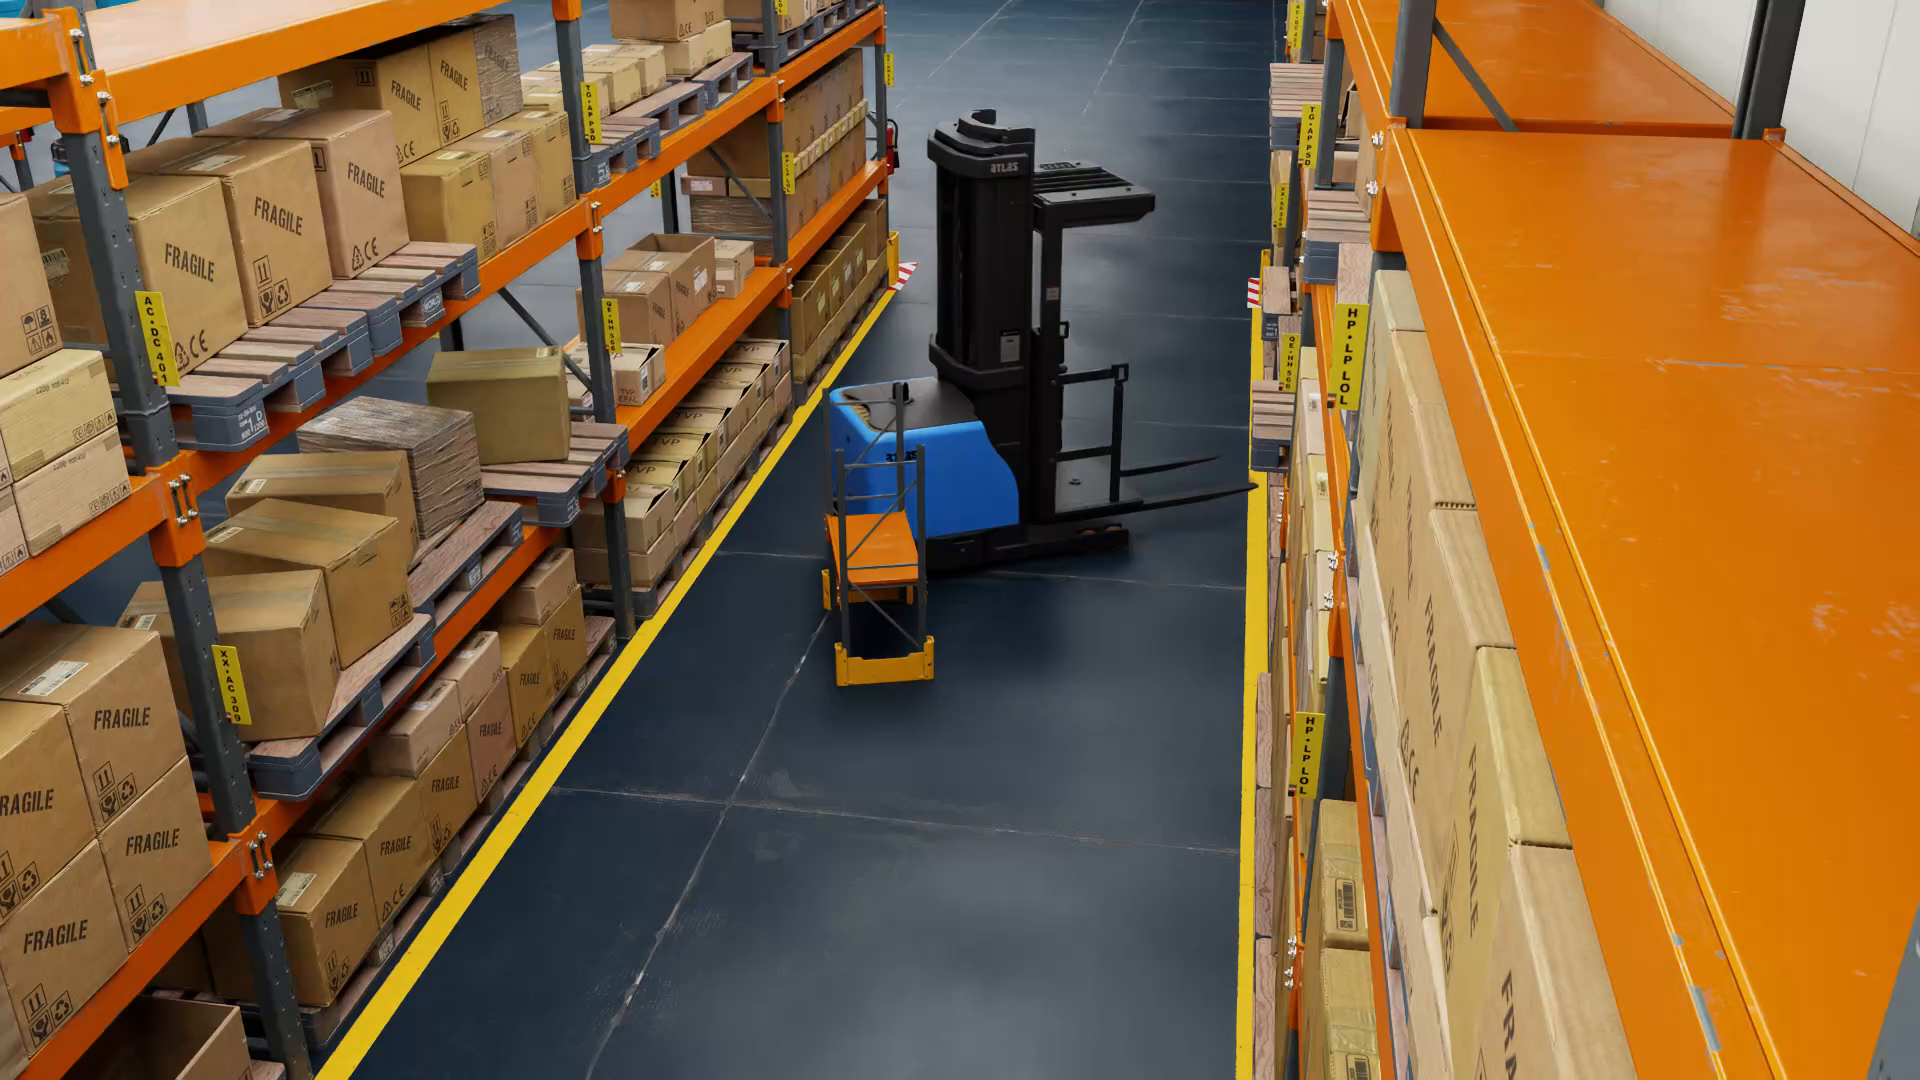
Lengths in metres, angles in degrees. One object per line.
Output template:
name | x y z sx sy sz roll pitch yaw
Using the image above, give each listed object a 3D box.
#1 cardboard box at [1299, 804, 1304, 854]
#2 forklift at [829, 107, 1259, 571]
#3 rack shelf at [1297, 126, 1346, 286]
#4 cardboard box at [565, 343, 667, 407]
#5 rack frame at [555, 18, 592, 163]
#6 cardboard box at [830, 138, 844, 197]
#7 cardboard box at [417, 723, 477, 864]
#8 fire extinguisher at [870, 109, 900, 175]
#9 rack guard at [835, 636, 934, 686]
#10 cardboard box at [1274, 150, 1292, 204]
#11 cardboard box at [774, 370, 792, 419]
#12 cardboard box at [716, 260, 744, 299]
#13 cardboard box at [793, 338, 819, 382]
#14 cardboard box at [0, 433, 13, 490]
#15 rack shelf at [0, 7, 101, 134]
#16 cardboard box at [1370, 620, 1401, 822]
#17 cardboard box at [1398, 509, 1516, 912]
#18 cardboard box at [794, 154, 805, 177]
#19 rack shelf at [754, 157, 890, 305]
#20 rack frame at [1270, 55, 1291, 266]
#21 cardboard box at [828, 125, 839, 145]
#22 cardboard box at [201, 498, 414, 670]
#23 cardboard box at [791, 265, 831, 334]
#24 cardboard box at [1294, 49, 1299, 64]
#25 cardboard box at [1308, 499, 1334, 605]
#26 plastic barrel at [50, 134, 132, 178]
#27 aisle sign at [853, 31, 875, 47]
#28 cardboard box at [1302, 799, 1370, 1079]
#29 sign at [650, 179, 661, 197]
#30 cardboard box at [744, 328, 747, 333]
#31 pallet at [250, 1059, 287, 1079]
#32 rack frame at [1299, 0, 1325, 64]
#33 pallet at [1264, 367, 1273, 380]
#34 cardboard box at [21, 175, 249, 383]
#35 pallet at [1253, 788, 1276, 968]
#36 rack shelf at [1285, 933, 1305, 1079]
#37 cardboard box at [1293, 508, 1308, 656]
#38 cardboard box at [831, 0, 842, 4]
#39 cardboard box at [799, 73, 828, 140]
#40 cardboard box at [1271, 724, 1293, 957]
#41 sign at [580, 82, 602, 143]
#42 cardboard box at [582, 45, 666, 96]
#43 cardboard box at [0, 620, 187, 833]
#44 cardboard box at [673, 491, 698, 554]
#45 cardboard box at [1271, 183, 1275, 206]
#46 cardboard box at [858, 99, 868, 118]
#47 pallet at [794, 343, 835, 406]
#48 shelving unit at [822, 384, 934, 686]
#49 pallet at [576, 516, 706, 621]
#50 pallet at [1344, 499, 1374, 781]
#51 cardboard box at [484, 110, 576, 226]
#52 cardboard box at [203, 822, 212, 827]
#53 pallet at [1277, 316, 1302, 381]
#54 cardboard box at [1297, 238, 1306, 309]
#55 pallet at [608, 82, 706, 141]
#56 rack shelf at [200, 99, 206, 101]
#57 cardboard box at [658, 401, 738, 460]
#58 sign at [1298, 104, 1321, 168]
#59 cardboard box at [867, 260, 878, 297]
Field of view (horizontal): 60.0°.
cardboard box | 1.472 1.069 6.245 0.380 0.149 0.250 4 25 9
forklift | 0.648 -1.428 11.389 3.031 2.935 1.130 -9 27 -18
rack shelf | 2.659 -2.310 10.501 1.077 0.370 4.000 4 25 9
cardboard box | -2.219 -1.103 10.717 0.500 0.311 0.500 4 25 8
rack frame | -2.556 -3.499 8.656 1.000 3.000 0.127 4 25 9
cardboard box | -1.505 -3.552 15.726 0.700 0.500 0.500 4 25 9
cardboard box | -2.725 1.206 8.110 0.500 0.500 0.500 4 25 9
fire extinguisher | -0.771 -4.110 17.129 0.296 0.674 0.183 4 25 9
rack guard | -0.450 0.724 9.953 0.587 0.250 0.087 -4 25 -8
cardboard box | 2.927 -3.033 14.004 0.500 0.500 0.500 3 25 7
cardboard box | -1.684 -1.207 13.582 0.500 0.250 0.500 4 25 8
cardboard box | -1.865 -2.014 12.717 0.396 0.266 0.258 3 25 7
cardboard box | -1.527 -1.573 14.365 0.500 0.250 0.500 4 25 9
cardboard box | -3.106 -0.195 4.722 0.500 0.250 0.500 4 25 9
rack shelf | -3.536 -0.663 3.448 1.077 0.370 4.000 4 25 9
cardboard box | 1.131 0.404 3.418 0.500 0.250 0.500 3 25 7
cardboard box | 1.044 0.287 2.783 0.500 0.500 0.500 3 25 6
cardboard box | -1.544 -3.216 14.244 0.380 0.149 0.250 4 25 8
rack shelf | -1.575 -2.966 15.441 1.077 0.370 4.000 4 25 9
rack frame | 3.639 -3.787 16.346 1.000 3.000 0.127 4 25 9
cardboard box | -1.333 -3.753 15.390 0.380 0.149 0.250 5 25 10
cardboard box | -2.862 0.180 7.257 0.700 0.500 0.500 8 26 17
cardboard box | -1.443 -2.122 14.652 0.500 0.500 0.500 4 25 9
cardboard box | 2.920 -3.966 13.048 0.500 0.500 0.500 2 25 4
cardboard box | 1.679 0.064 6.742 0.500 0.250 0.500 5 25 10
plastic barrel | -7.150 -2.887 13.831 0.600 0.901 0.708 4 25 9
aisle sign | -0.948 -5.313 16.540 0.394 0.787 0.004 4 25 9
cardboard box | 1.573 1.322 5.078 0.980 0.700 0.700 4 25 9
sign | -2.450 -2.921 13.382 0.100 0.325 0.005 4 25 9
cardboard box | -1.949 -2.157 14.728 0.500 0.500 0.500 4 25 9
pallet | -3.323 2.441 6.331 1.003 0.211 1.213 4 25 9
rack frame | 2.986 -4.831 11.500 1.000 3.000 0.127 4 25 9
pallet | 3.061 -1.134 13.968 1.003 0.211 1.213 4 25 9
cardboard box | -3.054 -0.954 6.025 0.600 0.600 0.600 2 25 4
pallet | 1.927 1.655 8.008 1.003 0.211 1.213 4 25 9
rack shelf | 1.351 2.395 3.989 1.077 0.370 4.000 4 25 9
cardboard box | 1.746 0.200 7.337 0.500 0.500 0.500 5 25 10
cardboard box | -1.267 -4.968 14.775 0.500 0.311 0.500 7 26 15
cardboard box | -1.590 -3.904 14.948 0.700 0.500 0.500 4 25 9
cardboard box | 1.799 1.363 7.385 0.750 0.750 0.750 5 26 10
sign | -2.021 -2.337 9.100 0.100 0.325 0.005 4 25 9
cardboard box | -2.275 -3.141 11.109 0.500 0.250 0.500 2 25 4
cardboard box | -3.037 0.622 5.630 0.500 0.500 0.500 4 25 9
cardboard box | -2.099 -0.136 11.295 0.500 0.250 0.500 3 25 7
cardboard box | 3.086 -3.115 15.064 0.500 0.250 0.500 4 25 8
cardboard box | -1.123 -4.294 16.547 0.380 0.149 0.250 4 25 8
pallet | -1.731 -1.522 14.797 1.003 0.211 1.213 4 25 9
shelving unit | -0.525 -0.051 10.134 0.587 1.500 1.083 -4 25 -8
pallet | -2.383 0.139 11.248 1.003 0.211 1.213 4 25 9
pallet | 1.534 0.255 4.277 1.003 0.211 1.213 4 25 9
cardboard box | -2.594 -2.001 8.876 0.910 0.500 0.500 4 25 9
cardboard box | -3.323 1.391 7.714 0.500 0.500 0.500 4 25 9
pallet | 2.615 -1.185 11.013 1.003 0.211 1.213 4 25 9
cardboard box | 2.770 -1.914 11.709 0.700 0.500 0.500 7 26 14
pallet | -2.353 -2.813 10.951 1.003 0.211 1.213 5 26 11
rack shelf | -6.461 -4.669 15.542 1.077 0.370 4.000 4 25 9
cardboard box | -1.934 -0.828 12.112 0.500 0.311 0.500 4 25 8
sign | 1.797 -2.072 8.534 0.100 0.325 0.005 4 25 9
cardboard box | -1.114 -2.618 16.598 0.500 0.250 0.500 4 25 9
